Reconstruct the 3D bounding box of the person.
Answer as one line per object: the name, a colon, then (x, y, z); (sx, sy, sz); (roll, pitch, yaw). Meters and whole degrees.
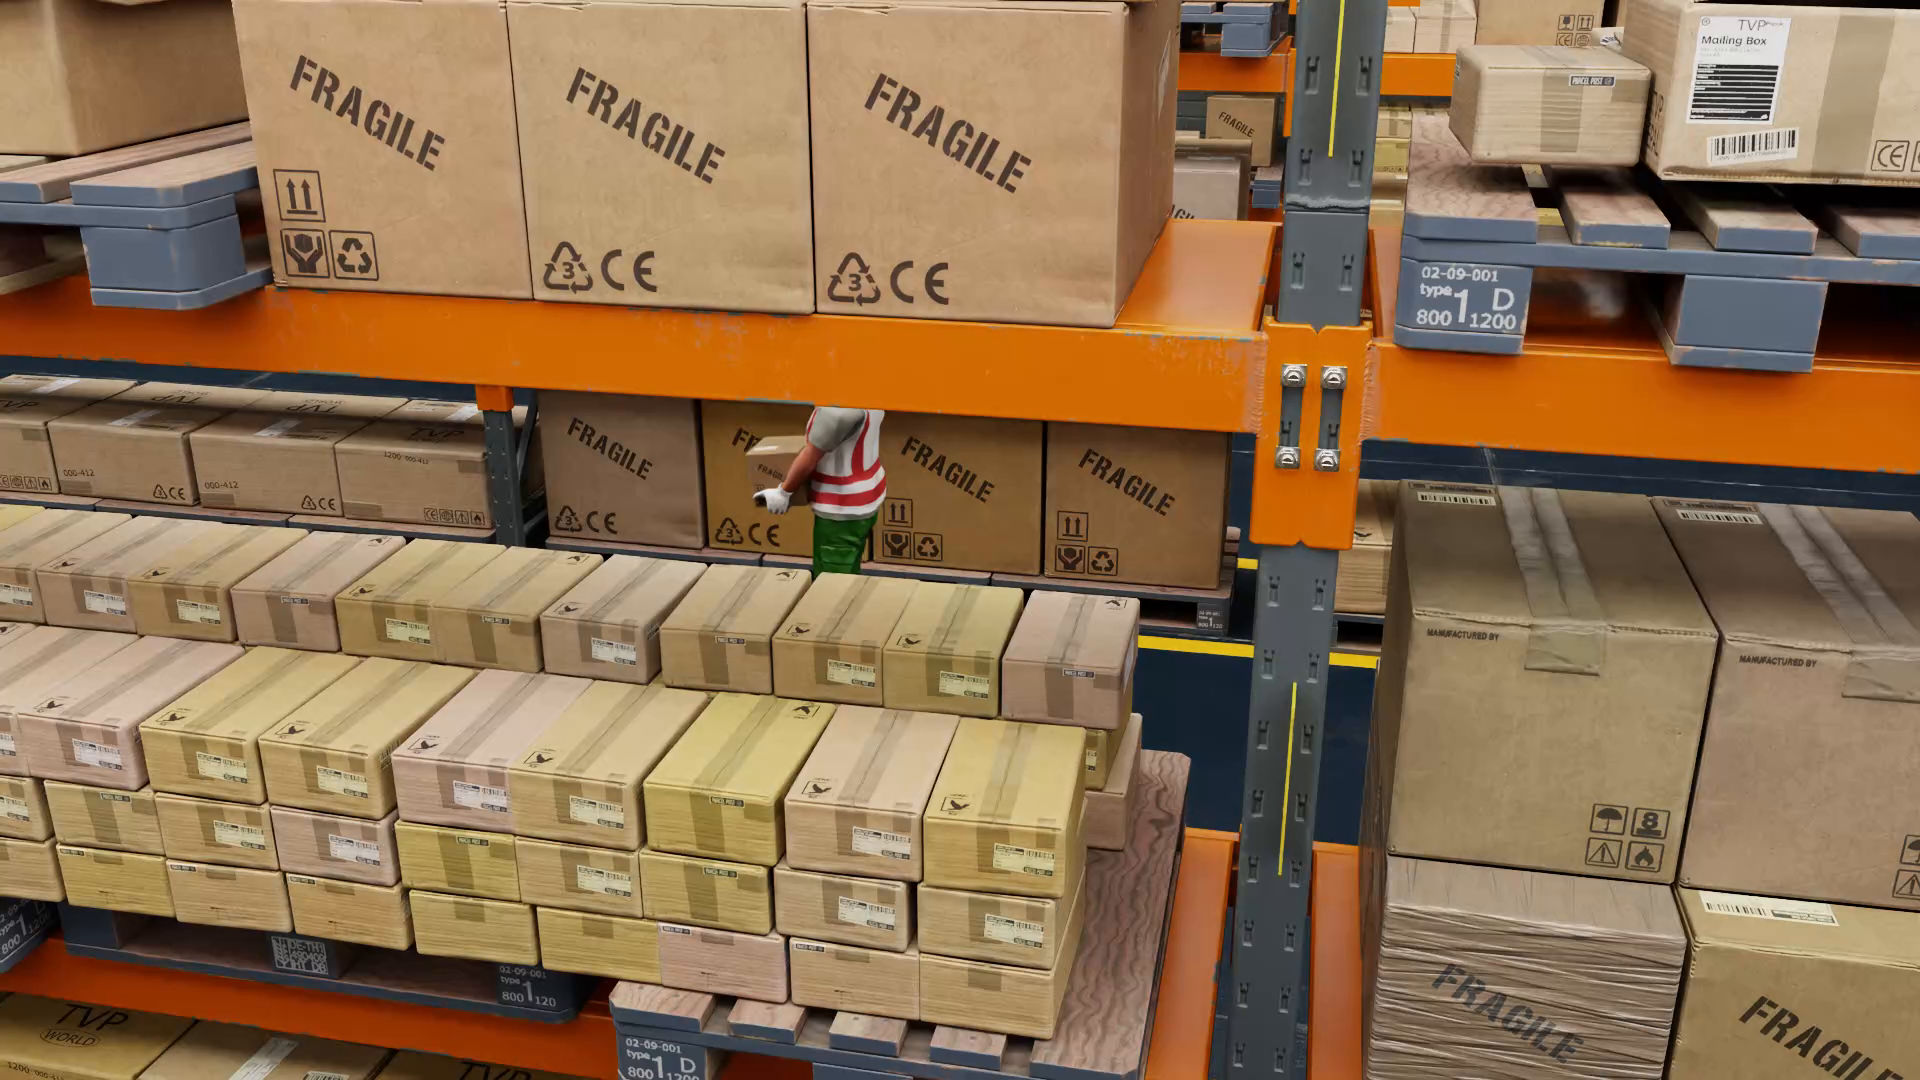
person: (-0.618, -0.147, 7.428); (0.558, 1.786, 0.495); (4, 22, 11)
